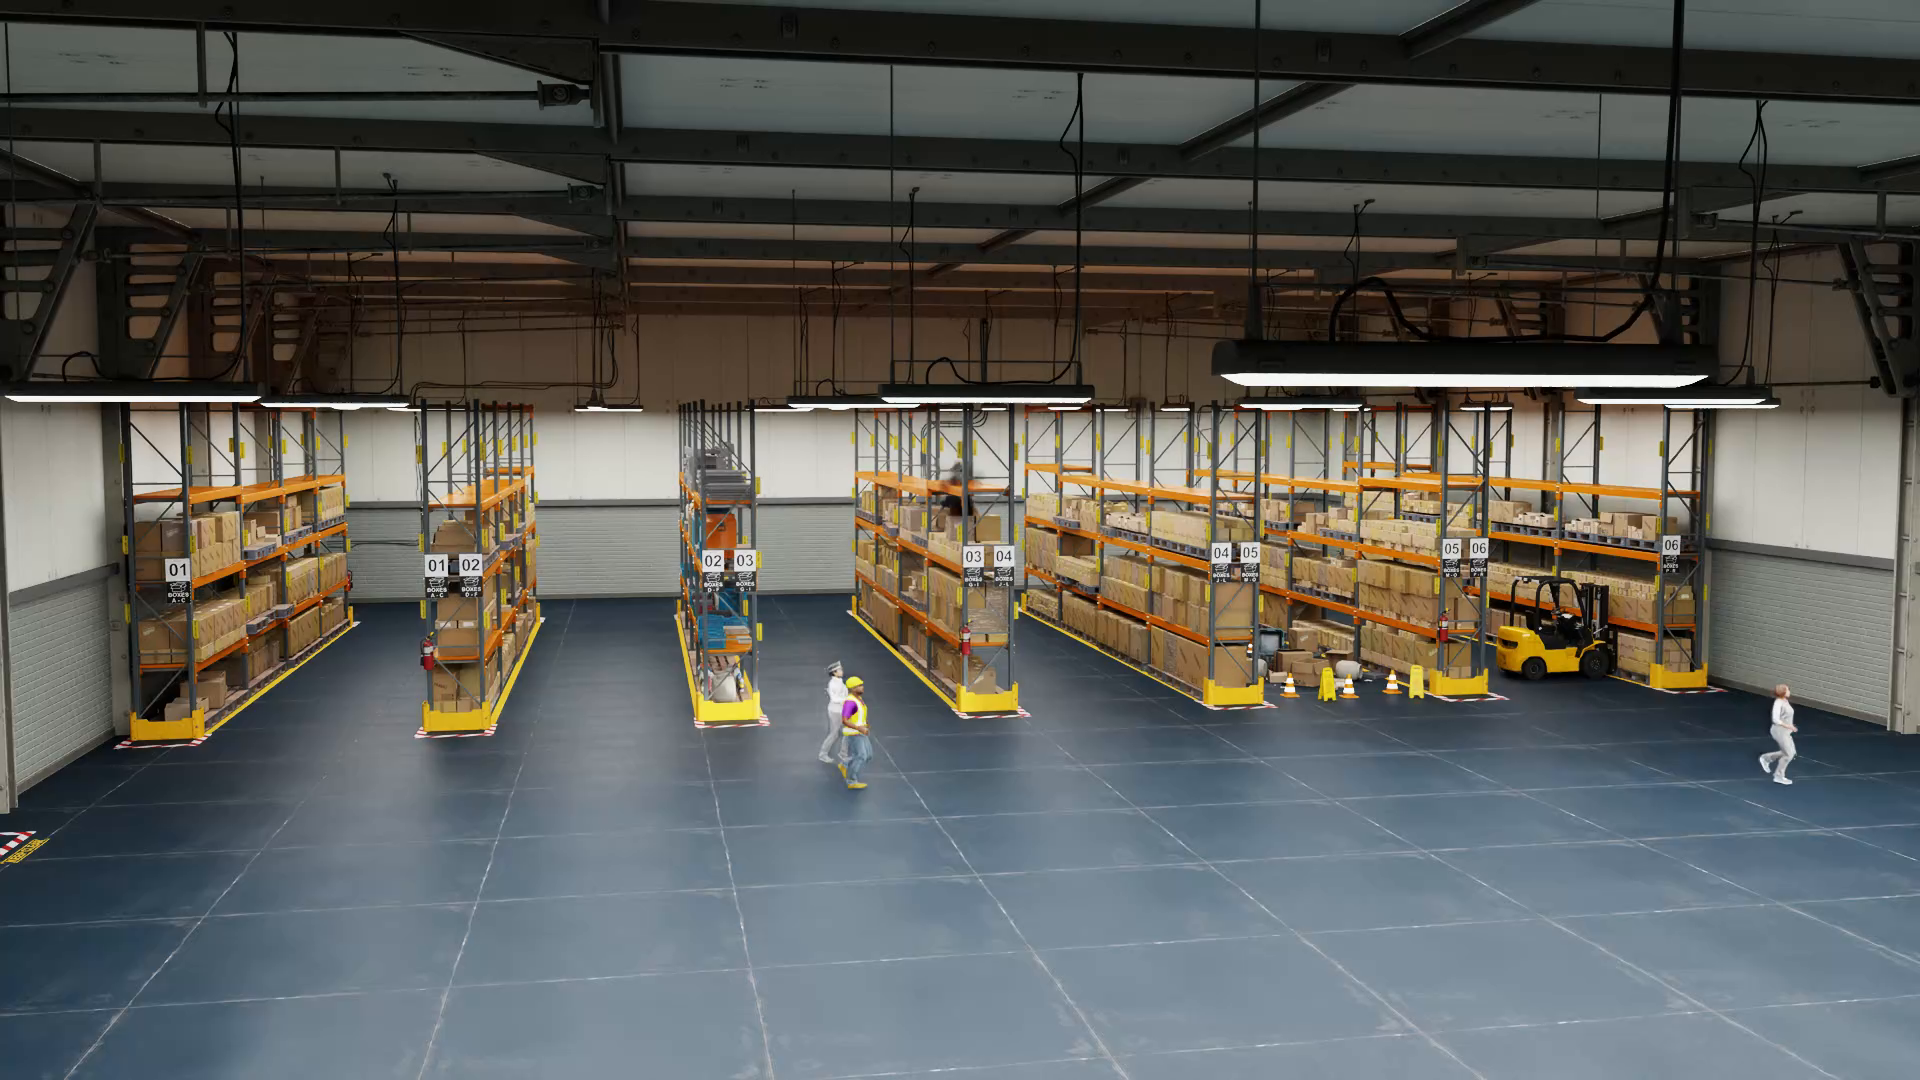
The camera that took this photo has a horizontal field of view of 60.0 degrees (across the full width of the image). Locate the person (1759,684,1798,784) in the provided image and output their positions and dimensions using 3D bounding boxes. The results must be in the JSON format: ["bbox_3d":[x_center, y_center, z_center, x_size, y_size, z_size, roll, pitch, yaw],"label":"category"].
[{"bbox_3d":[12.706,3.001,25.808,0.575,1.557,0.560,3,6,39],"label":"person"}]

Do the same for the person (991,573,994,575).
[{"bbox_3d":[1.048,1.484,46.361,0.629,1.598,0.948,0,4,-2],"label":"person"}]

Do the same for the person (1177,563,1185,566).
[{"bbox_3d":[6.908,0.968,50.990,0.946,1.751,0.724,1,5,17],"label":"person"}]

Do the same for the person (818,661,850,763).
[{"bbox_3d":[-1.978,2.836,27.128,0.684,1.729,0.592,1,4,14],"label":"person"}]

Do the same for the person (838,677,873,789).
[{"bbox_3d":[-1.607,2.942,25.409,0.576,1.721,0.679,1,4,10],"label":"person"}]
